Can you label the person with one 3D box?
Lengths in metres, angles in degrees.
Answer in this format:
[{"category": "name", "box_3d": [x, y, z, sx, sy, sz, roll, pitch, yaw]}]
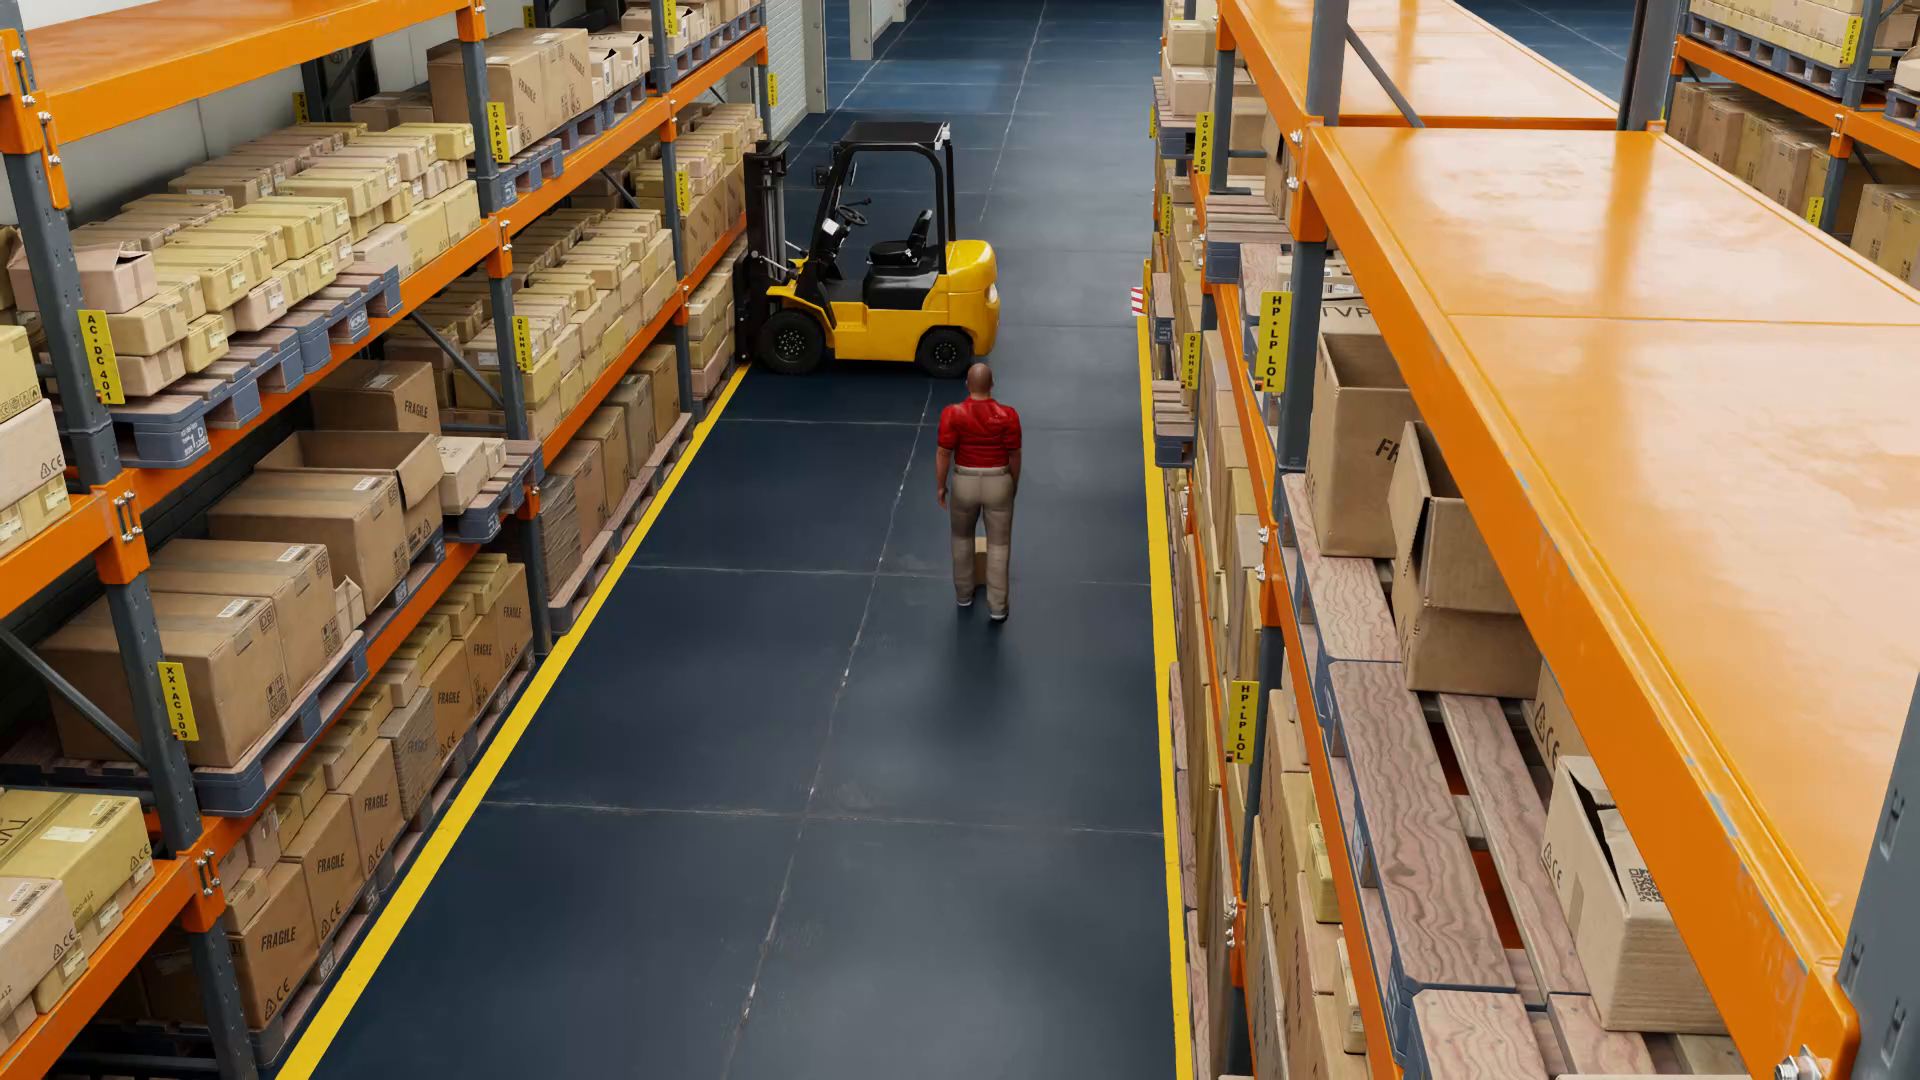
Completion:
[{"category": "person", "box_3d": [0.129, -0.345, 10.814, 0.548, 1.729, 0.519, 2, 24, 5]}]
